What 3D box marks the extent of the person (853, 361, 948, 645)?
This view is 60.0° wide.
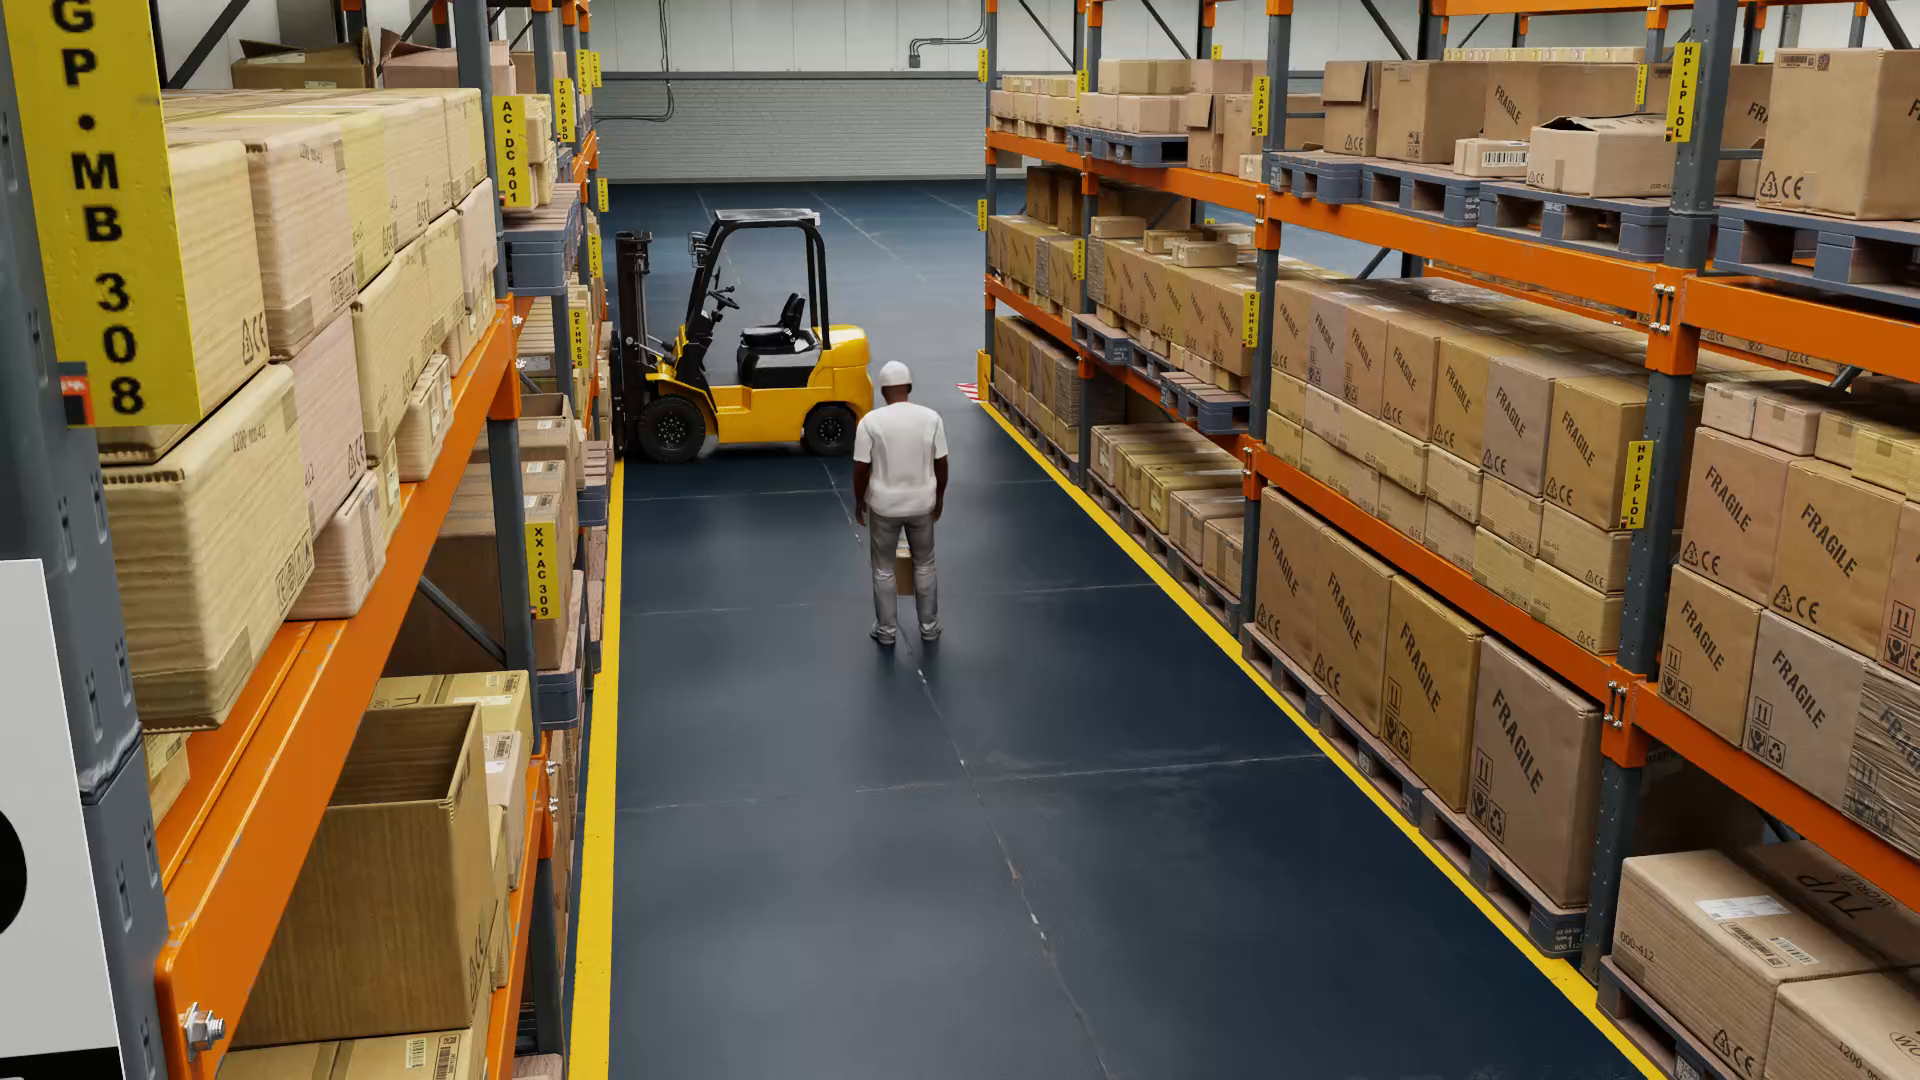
[{"bbox_3d":[-0.367,-0.224,10.266,0.598,1.763,0.439,-4,17,-12],"label":"person"}]
